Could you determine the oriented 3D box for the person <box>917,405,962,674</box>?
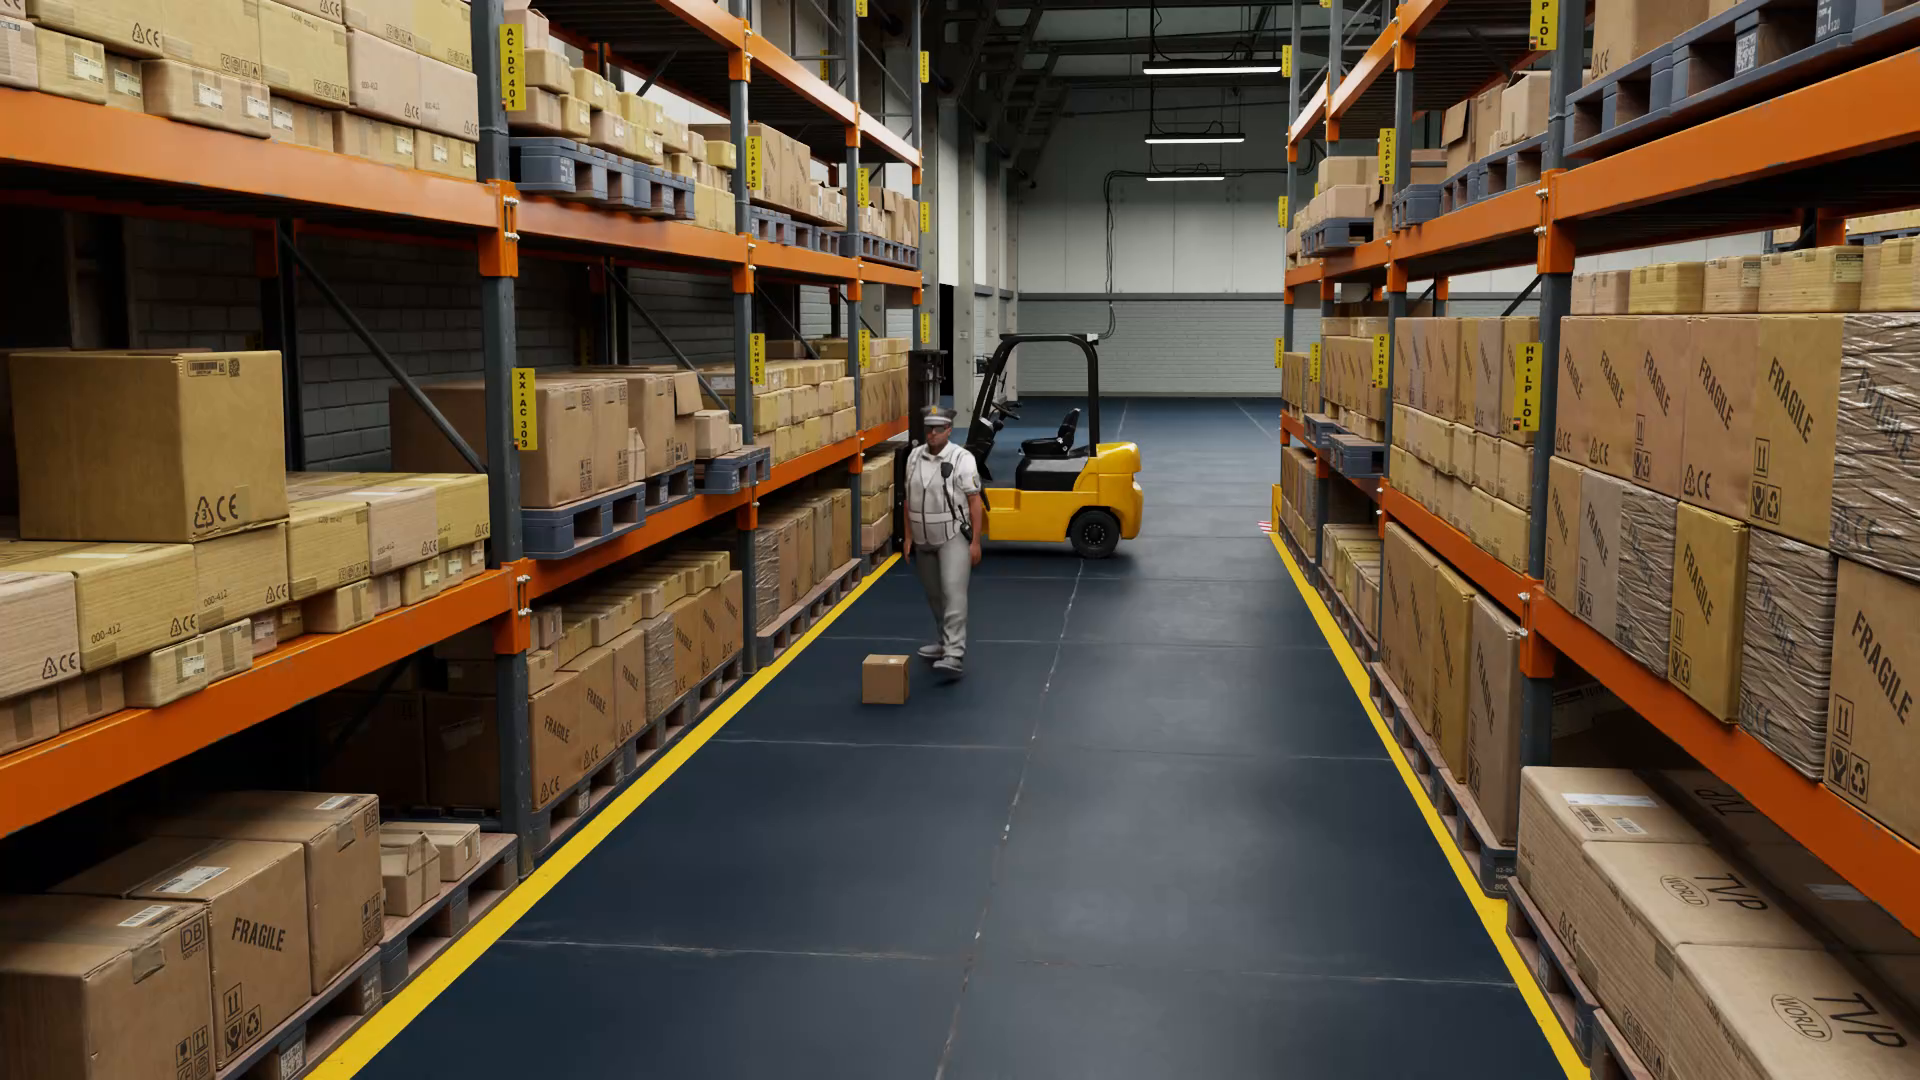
[{"bbox_3d":[-0.126,-0.019,10.802,0.658,1.723,0.892,5,9,34],"label":"person"}]
